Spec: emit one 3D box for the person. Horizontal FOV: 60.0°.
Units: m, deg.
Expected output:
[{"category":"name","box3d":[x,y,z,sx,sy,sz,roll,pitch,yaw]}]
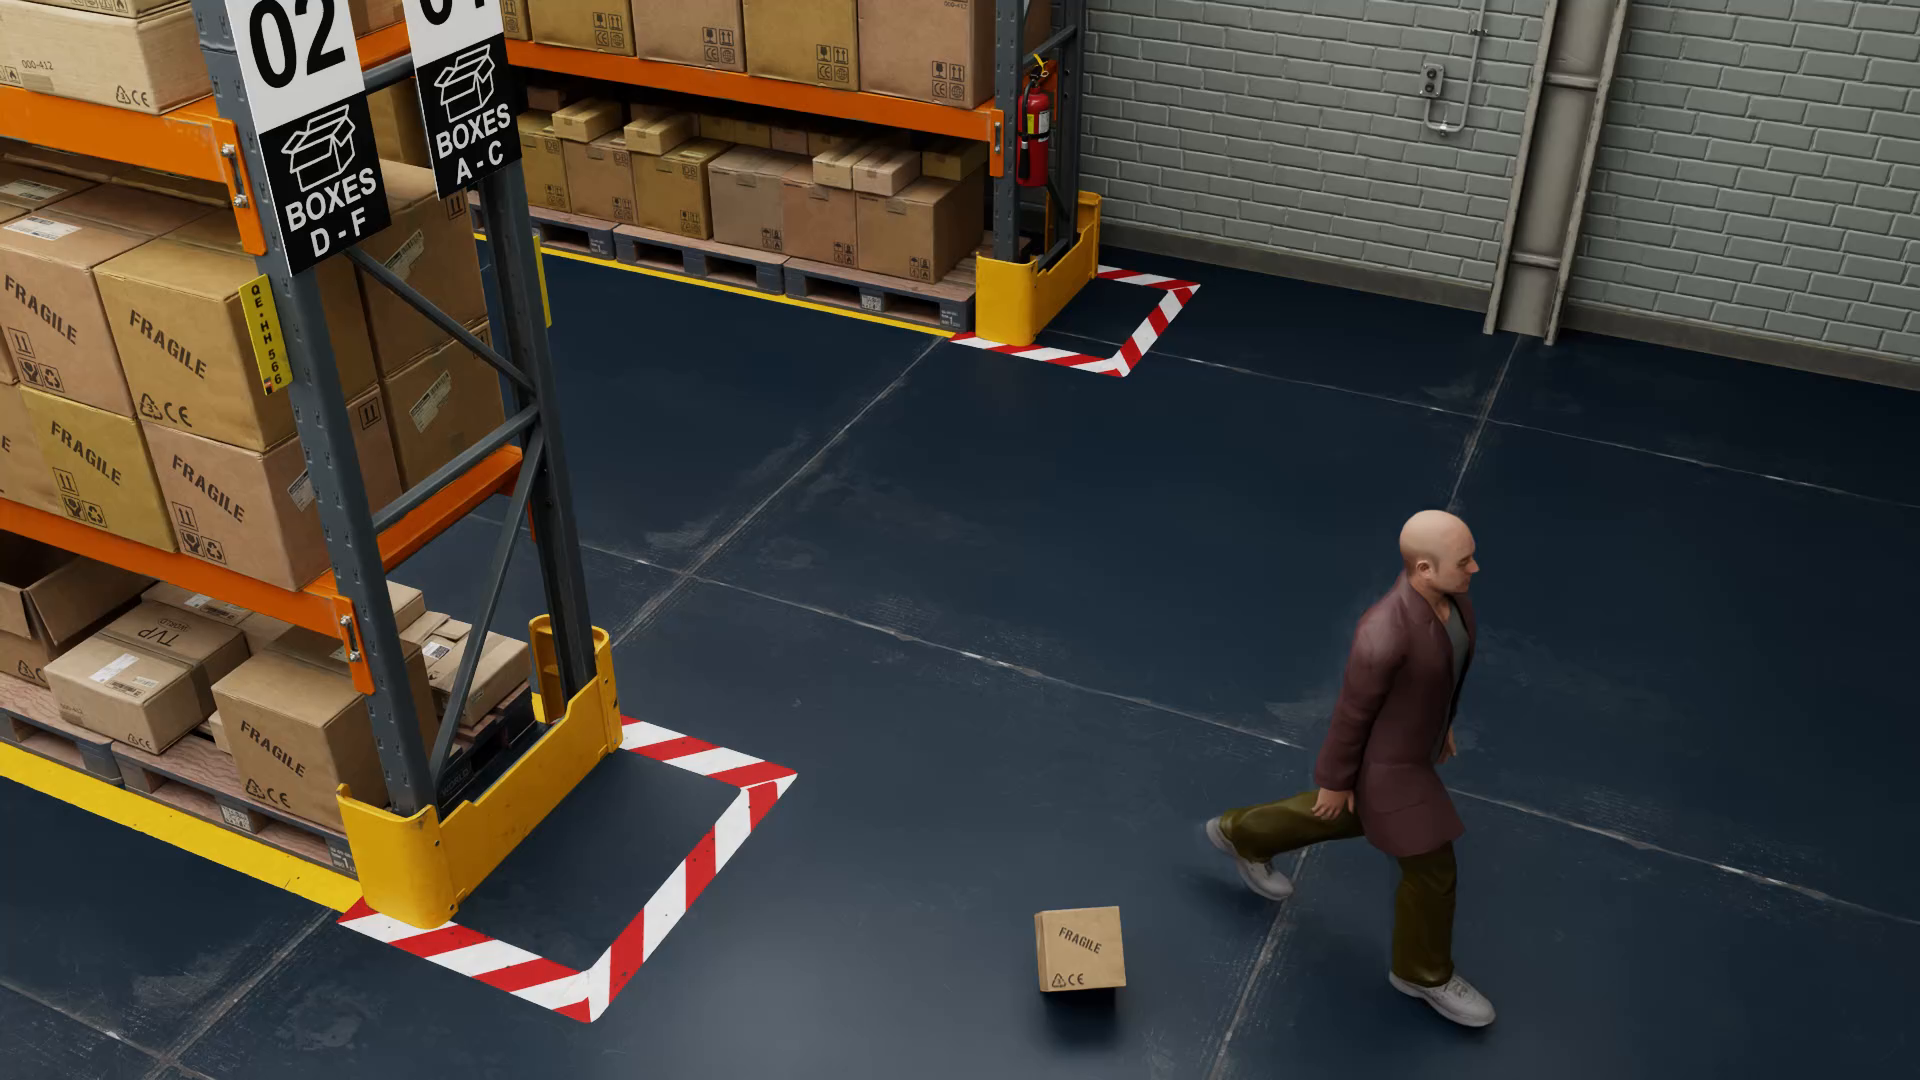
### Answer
[{"category":"person","box3d":[1.336,0.633,5.194,1.070,1.727,0.591,19,38,26]}]
